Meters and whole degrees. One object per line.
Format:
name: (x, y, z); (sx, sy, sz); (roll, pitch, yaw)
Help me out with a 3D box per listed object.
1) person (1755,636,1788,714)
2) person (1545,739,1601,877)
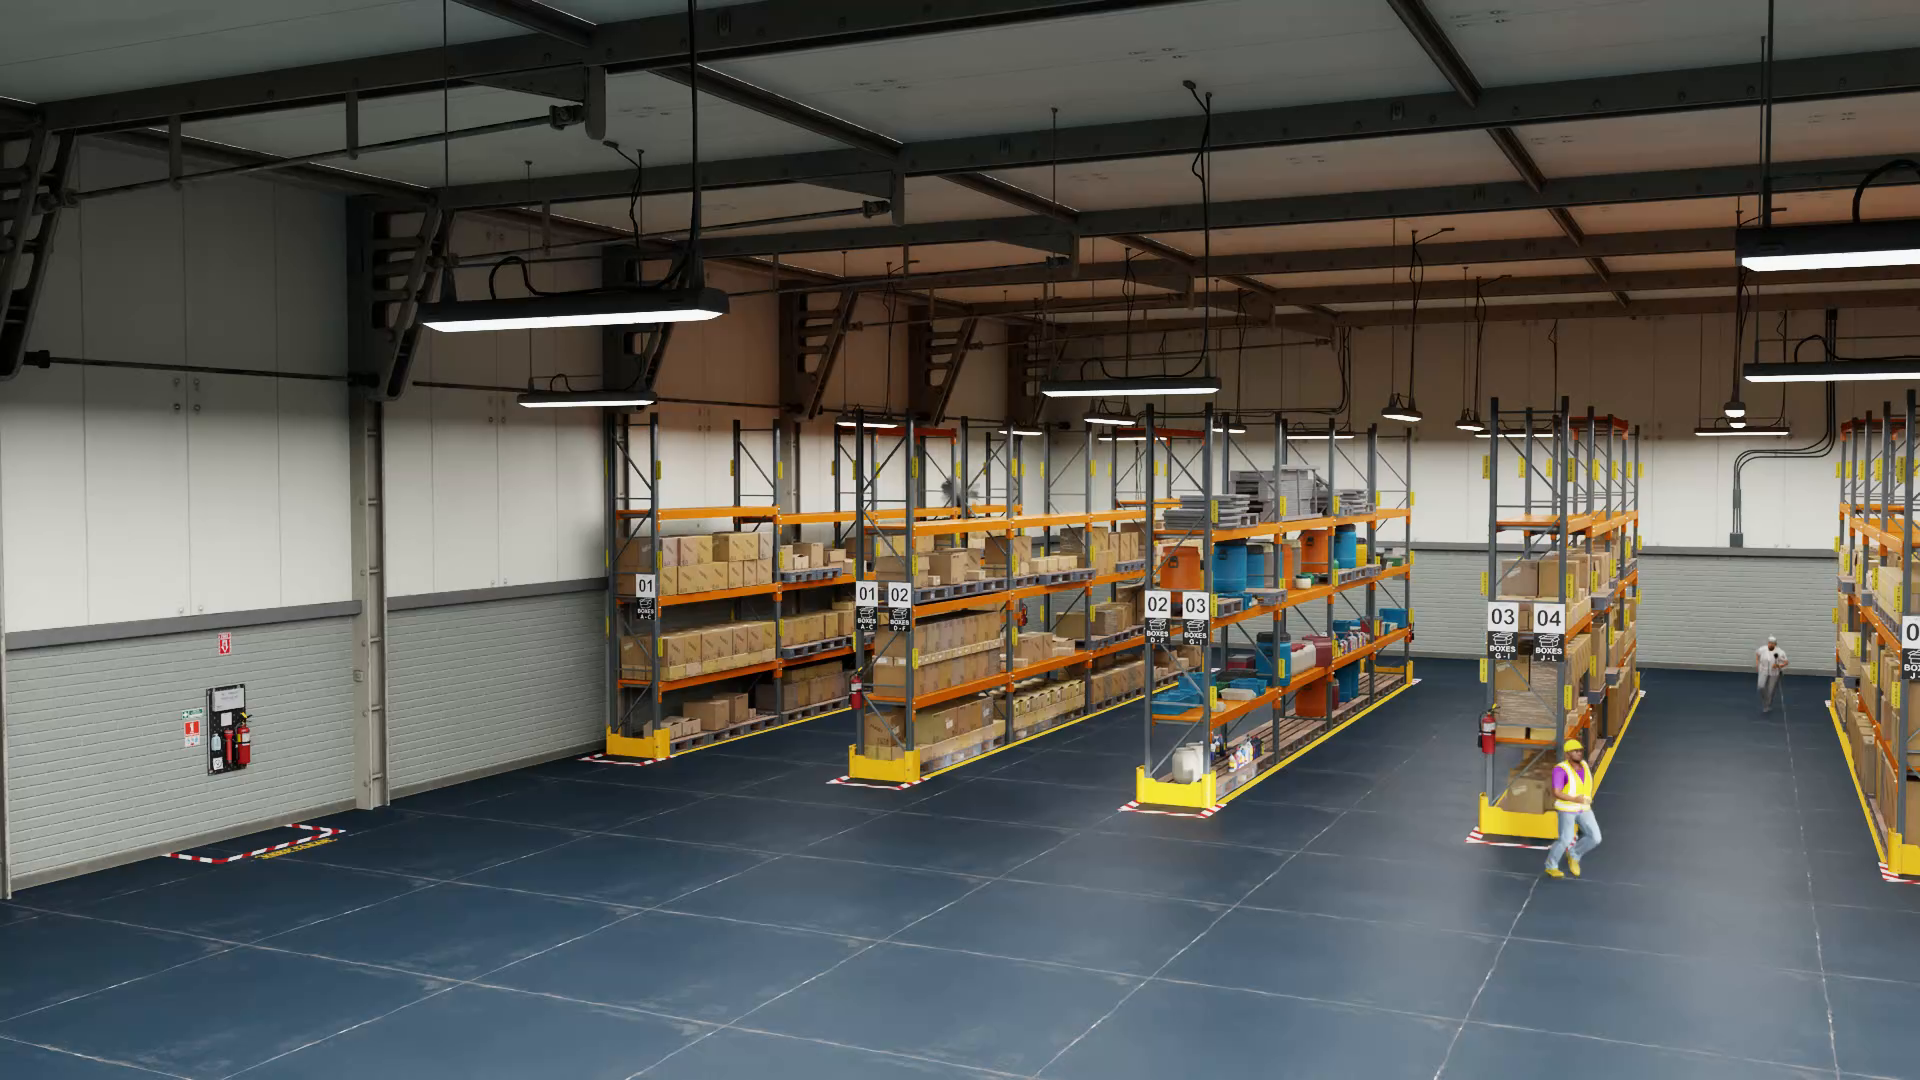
person: (16.749, 2.786, 34.321); (0.641, 1.637, 0.787); (2, 3, 34)
person: (7.481, 3.270, 20.191); (0.725, 1.715, 0.797); (-1, 3, -19)
